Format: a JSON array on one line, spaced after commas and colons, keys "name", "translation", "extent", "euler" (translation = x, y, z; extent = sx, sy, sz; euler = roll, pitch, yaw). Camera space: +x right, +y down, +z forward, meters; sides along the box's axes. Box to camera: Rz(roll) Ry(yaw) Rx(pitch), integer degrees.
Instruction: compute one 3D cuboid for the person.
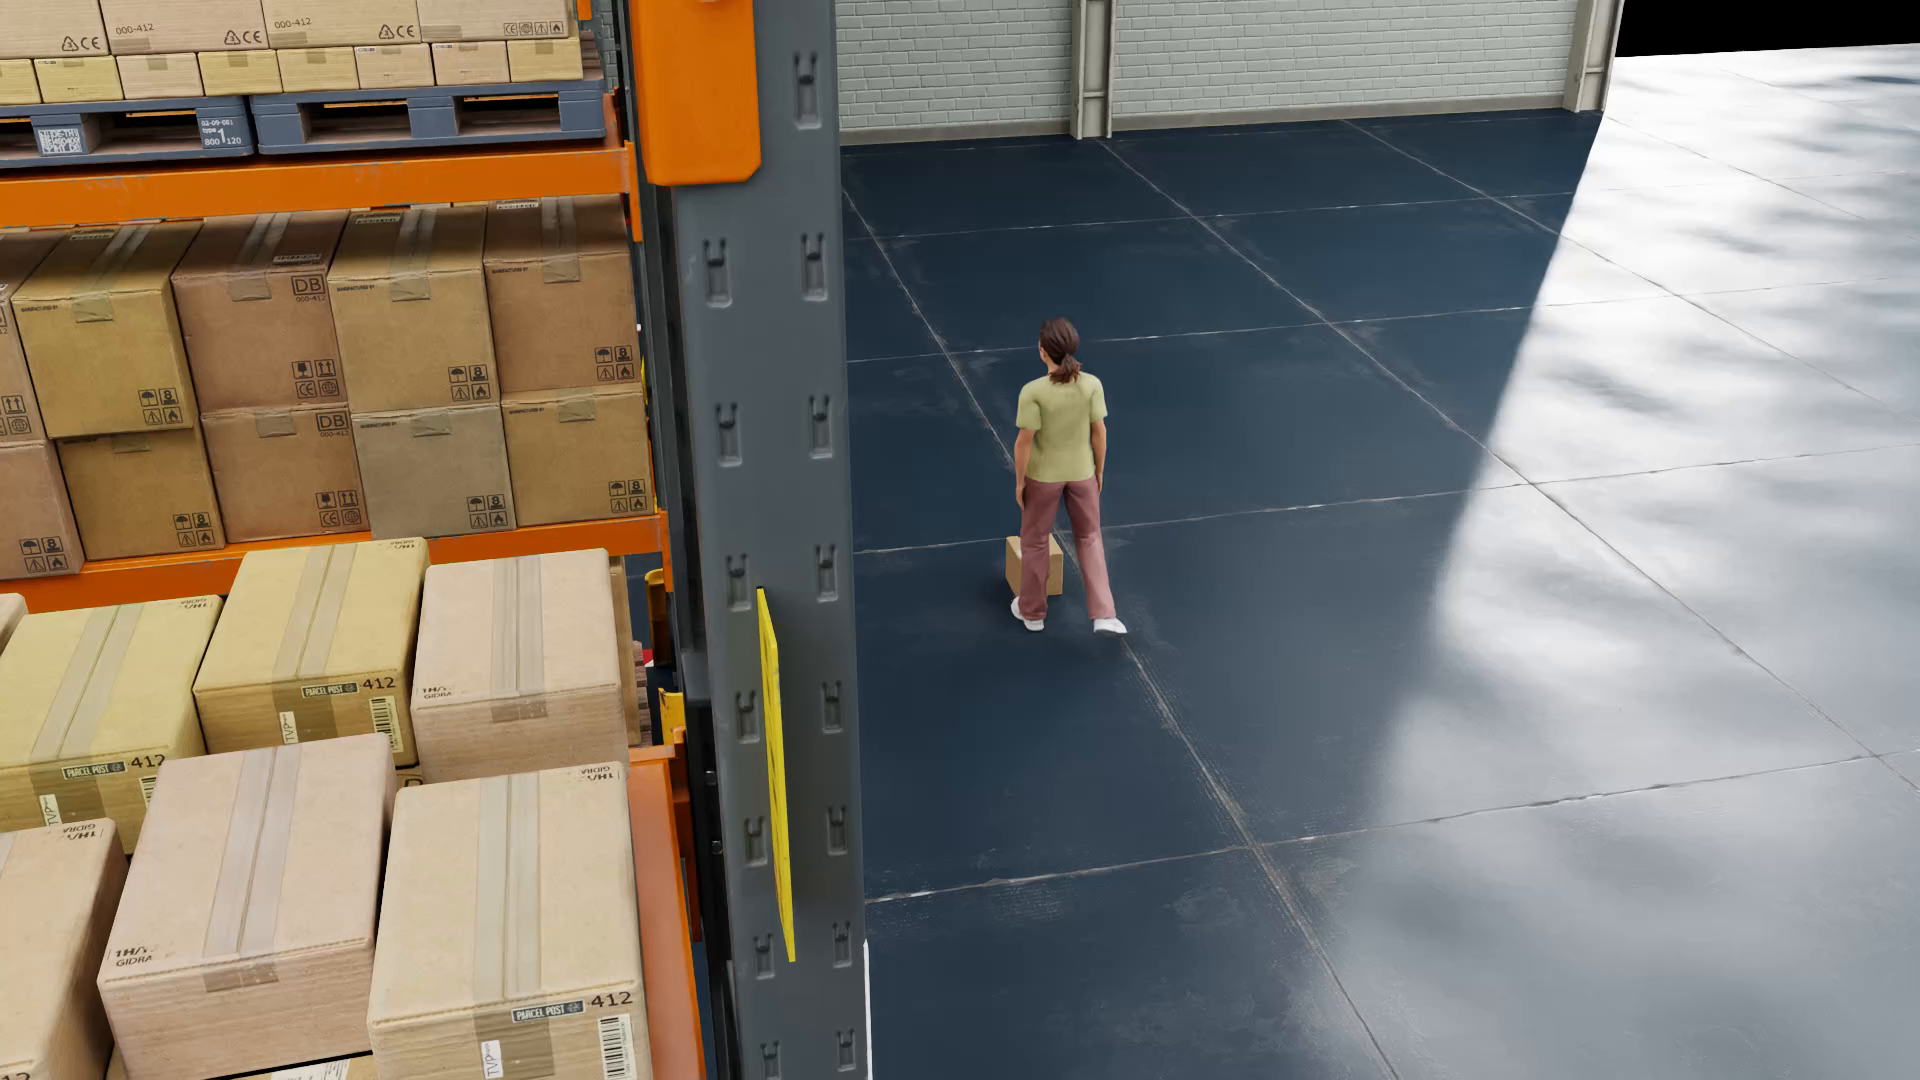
[{"name": "person", "translation": [0.539, -0.285, 8.193], "extent": [0.585, 1.696, 0.584], "euler": [-6, 27, -12]}]
